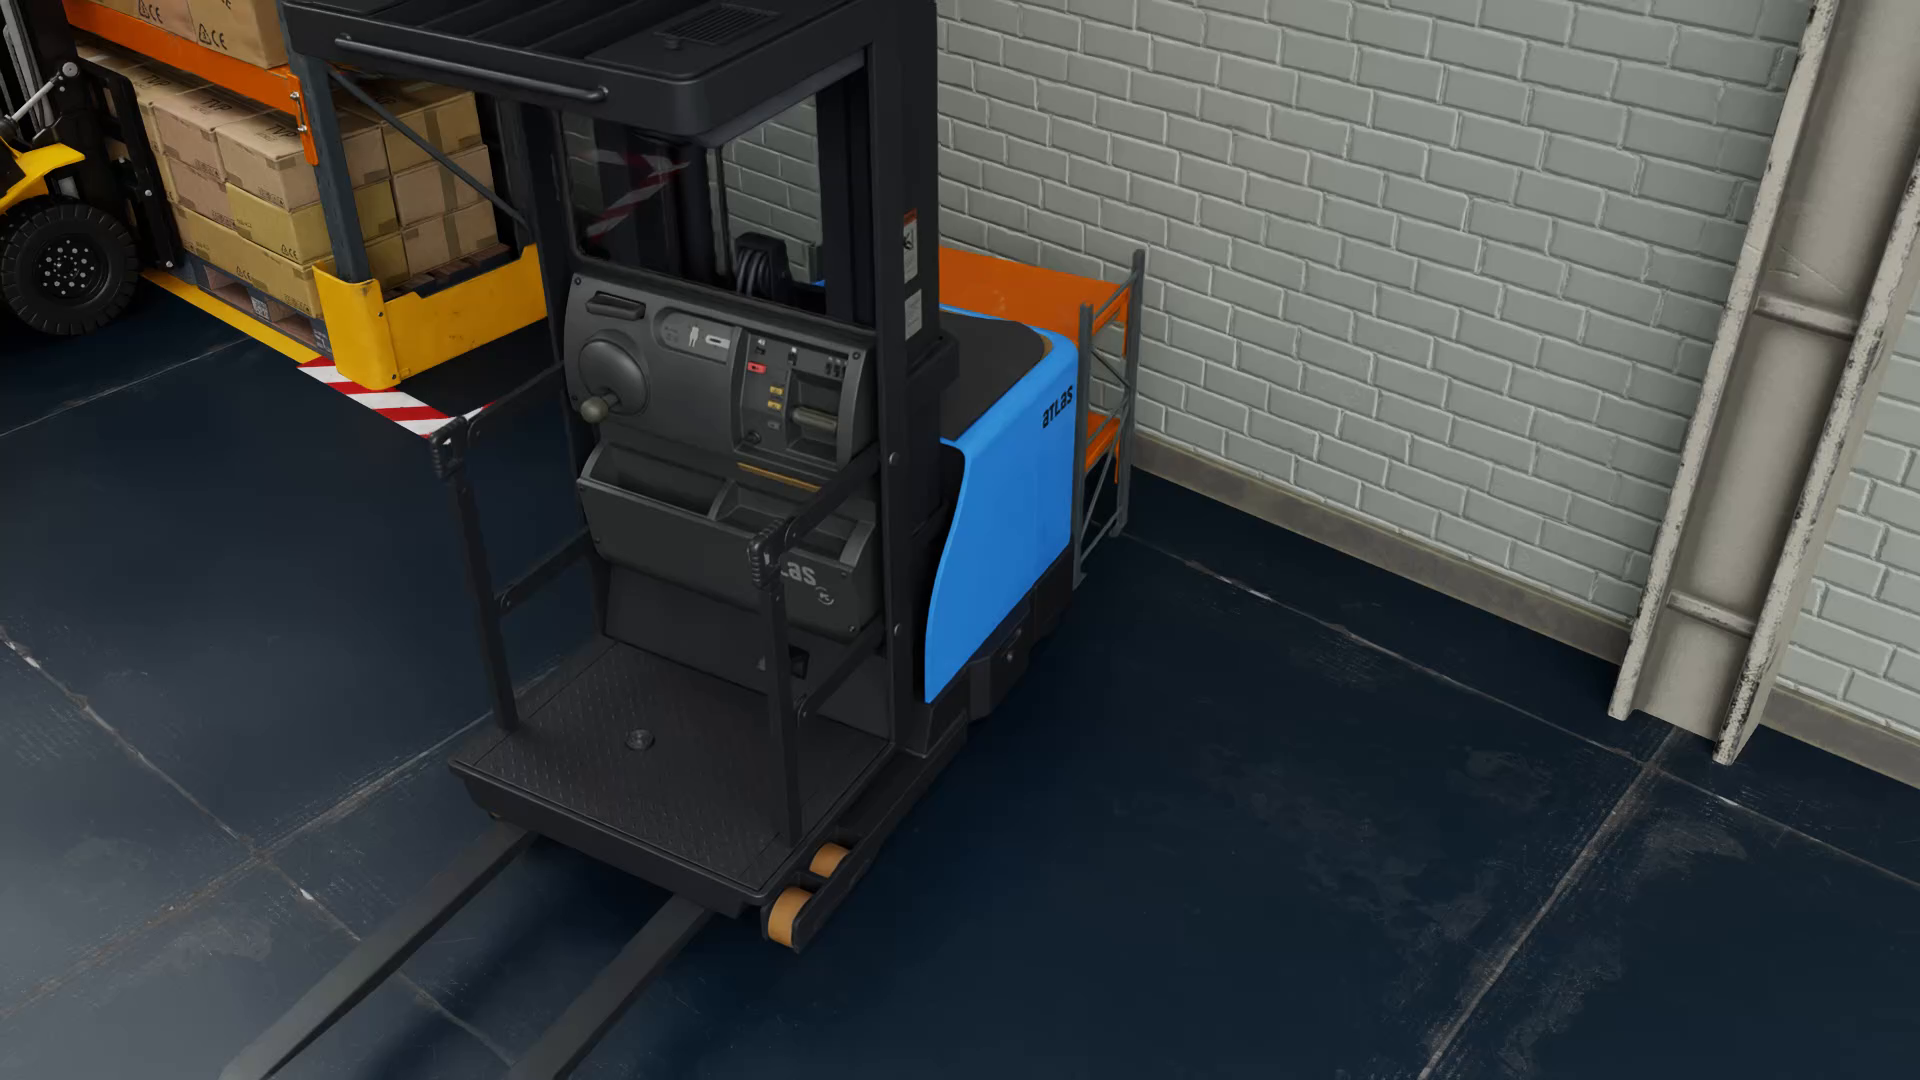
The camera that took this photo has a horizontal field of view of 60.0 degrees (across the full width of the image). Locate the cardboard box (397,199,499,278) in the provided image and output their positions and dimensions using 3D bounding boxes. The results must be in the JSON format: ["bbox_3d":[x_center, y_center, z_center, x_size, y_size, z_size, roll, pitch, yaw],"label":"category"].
[{"bbox_3d":[-2.546,-1.496,7.837,0.500,0.250,0.500,25,42,32],"label":"cardboard box"}]

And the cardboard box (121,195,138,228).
[{"bbox_3d":[-4.025,-1.814,8.299,0.500,0.250,0.500,27,43,33],"label":"cardboard box"}]

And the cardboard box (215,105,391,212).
[{"bbox_3d":[-2.847,-1.677,7.216,0.500,0.250,0.500,27,43,33],"label":"cardboard box"}]

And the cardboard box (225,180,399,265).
[{"bbox_3d":[-2.868,-1.480,7.371,0.500,0.250,0.500,25,41,31],"label":"cardboard box"}]

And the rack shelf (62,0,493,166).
[{"bbox_3d":[-3.830,-2.621,8.053,4.000,0.370,1.077,25,42,32],"label":"rack shelf"}]

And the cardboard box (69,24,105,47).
[{"bbox_3d":[-4.420,-2.418,8.296,0.500,0.250,0.500,27,43,33],"label":"cardboard box"}]

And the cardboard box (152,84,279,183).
[{"bbox_3d":[-3.243,-1.859,7.482,0.500,0.250,0.500,26,42,33],"label":"cardboard box"}]

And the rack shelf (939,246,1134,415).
[{"bbox_3d":[0.059,-0.783,5.879,1.000,0.278,0.538,16,38,22],"label":"rack shelf"}]

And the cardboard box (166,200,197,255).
[{"bbox_3d":[-3.611,-1.635,8.040,0.500,0.250,0.500,26,42,32],"label":"cardboard box"}]

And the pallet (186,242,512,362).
[{"bbox_3d":[-2.908,-1.303,7.961,1.213,0.211,1.003,25,42,32],"label":"pallet"}]

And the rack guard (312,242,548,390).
[{"bbox_3d":[-2.275,-1.155,7.489,0.348,0.500,1.175,25,42,32],"label":"rack guard"}]

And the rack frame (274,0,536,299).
[{"bbox_3d":[-2.293,-2.194,6.795,0.127,3.000,1.000,25,42,32],"label":"rack frame"}]

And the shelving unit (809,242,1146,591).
[{"bbox_3d":[0.059,-0.541,6.045,1.048,1.125,0.538,16,38,22],"label":"shelving unit"}]

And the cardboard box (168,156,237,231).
[{"bbox_3d":[-3.246,-1.666,7.643,0.500,0.250,0.500,25,42,31],"label":"cardboard box"}]

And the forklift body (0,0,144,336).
[{"bbox_3d":[-4.918,-1.737,6.879,1.214,2.155,2.313,25,42,32],"label":"forklift body"}]

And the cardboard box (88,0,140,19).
[{"bbox_3d":[-3.626,-2.676,7.409,0.500,0.500,0.500,24,41,31],"label":"cardboard box"}]

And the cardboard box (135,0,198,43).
[{"bbox_3d":[-3.232,-2.491,7.139,0.500,0.500,0.500,27,43,33],"label":"cardboard box"}]

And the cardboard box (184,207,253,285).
[{"bbox_3d":[-3.233,-1.450,7.770,0.500,0.250,0.500,25,42,32],"label":"cardboard box"}]

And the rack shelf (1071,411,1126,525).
[{"bbox_3d":[0.059,-0.340,6.183,1.000,0.278,0.538,16,38,22],"label":"rack shelf"}]

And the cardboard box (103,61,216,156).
[{"bbox_3d":[-3.637,-2.037,7.742,0.500,0.250,0.500,26,42,32],"label":"cardboard box"}]

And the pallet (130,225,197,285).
[{"bbox_3d":[-3.841,-1.745,8.604,1.213,0.211,1.003,25,42,32],"label":"pallet"}]

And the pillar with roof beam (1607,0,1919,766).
[{"bbox_3d":[-0.395,-1.265,0.143,0.400,9.000,9.100,25,42,32],"label":"pillar with roof beam"}]

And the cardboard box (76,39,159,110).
[{"bbox_3d":[-4.022,-2.224,8.014,0.500,0.250,0.500,24,41,31],"label":"cardboard box"}]

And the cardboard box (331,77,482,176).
[{"bbox_3d":[-2.542,-1.902,7.544,0.500,0.250,0.500,25,41,31],"label":"cardboard box"}]

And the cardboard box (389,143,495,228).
[{"bbox_3d":[-2.522,-1.700,7.692,0.500,0.250,0.500,26,42,33],"label":"cardboard box"}]

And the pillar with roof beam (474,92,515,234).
[{"bbox_3d":[-5.006,-3.438,3.307,0.400,9.000,9.100,25,42,32],"label":"pillar with roof beam"}]

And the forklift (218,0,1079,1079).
[{"bbox_3d":[-0.757,-0.375,4.206,1.130,2.935,3.031,17,38,23],"label":"forklift"}]

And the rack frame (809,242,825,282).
[{"bbox_3d":[-0.395,-0.672,6.234,0.032,1.125,0.500,16,38,22],"label":"rack frame"}]

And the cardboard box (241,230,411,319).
[{"bbox_3d":[-2.857,-1.266,7.502,0.500,0.250,0.500,26,42,32],"label":"cardboard box"}]

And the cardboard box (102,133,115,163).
[{"bbox_3d":[-4.038,-2.027,8.168,0.500,0.250,0.500,25,42,32],"label":"cardboard box"}]

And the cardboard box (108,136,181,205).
[{"bbox_3d":[-3.656,-1.844,7.902,0.500,0.250,0.500,24,41,31],"label":"cardboard box"}]

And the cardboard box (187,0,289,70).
[{"bbox_3d":[-2.840,-2.299,6.859,0.500,0.500,0.500,24,41,31],"label":"cardboard box"}]

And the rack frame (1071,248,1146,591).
[{"bbox_3d":[0.512,-0.411,5.855,0.032,1.125,0.500,16,38,22],"label":"rack frame"}]

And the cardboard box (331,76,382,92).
[{"bbox_3d":[-2.928,-2.081,7.806,0.500,0.250,0.500,25,42,32],"label":"cardboard box"}]
